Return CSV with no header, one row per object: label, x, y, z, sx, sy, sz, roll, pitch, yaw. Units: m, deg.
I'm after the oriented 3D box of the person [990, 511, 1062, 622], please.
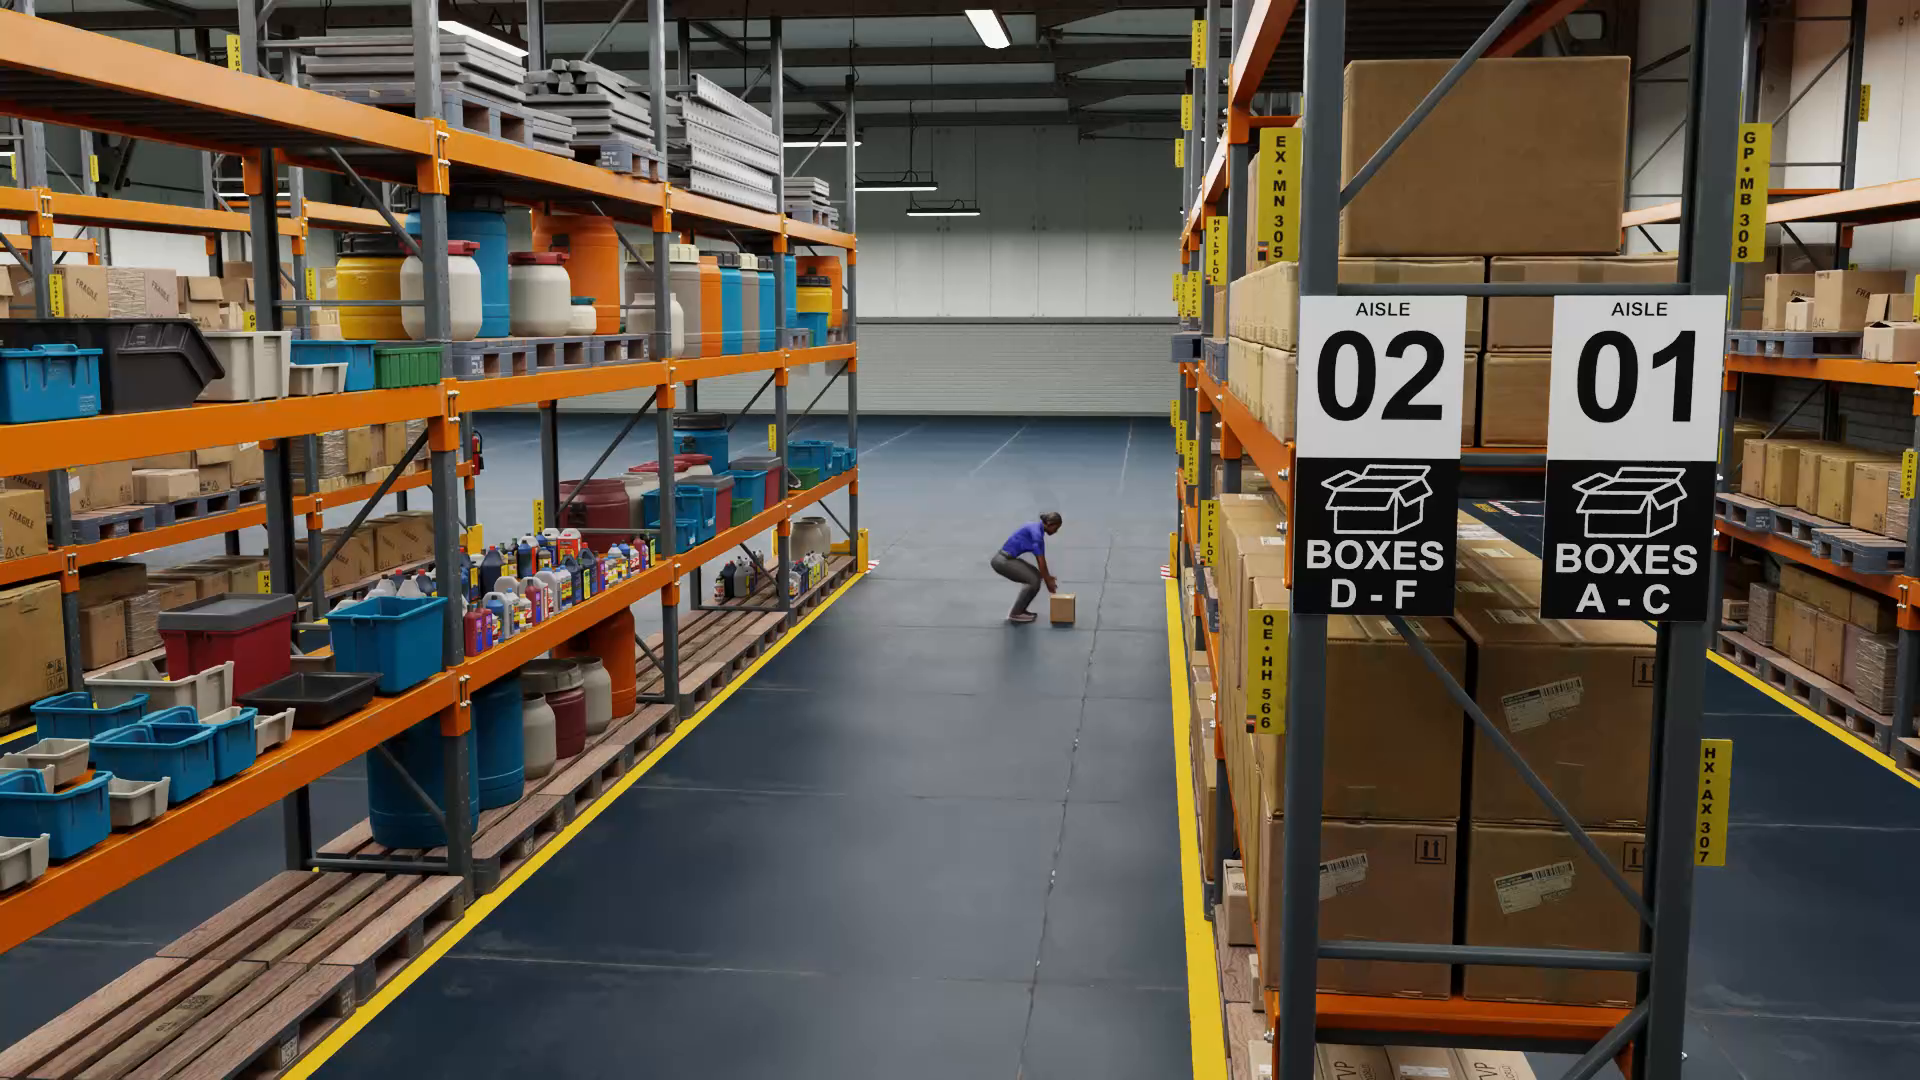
person,0.690,0.264,17.348,0.739,1.134,0.495,1,8,6
